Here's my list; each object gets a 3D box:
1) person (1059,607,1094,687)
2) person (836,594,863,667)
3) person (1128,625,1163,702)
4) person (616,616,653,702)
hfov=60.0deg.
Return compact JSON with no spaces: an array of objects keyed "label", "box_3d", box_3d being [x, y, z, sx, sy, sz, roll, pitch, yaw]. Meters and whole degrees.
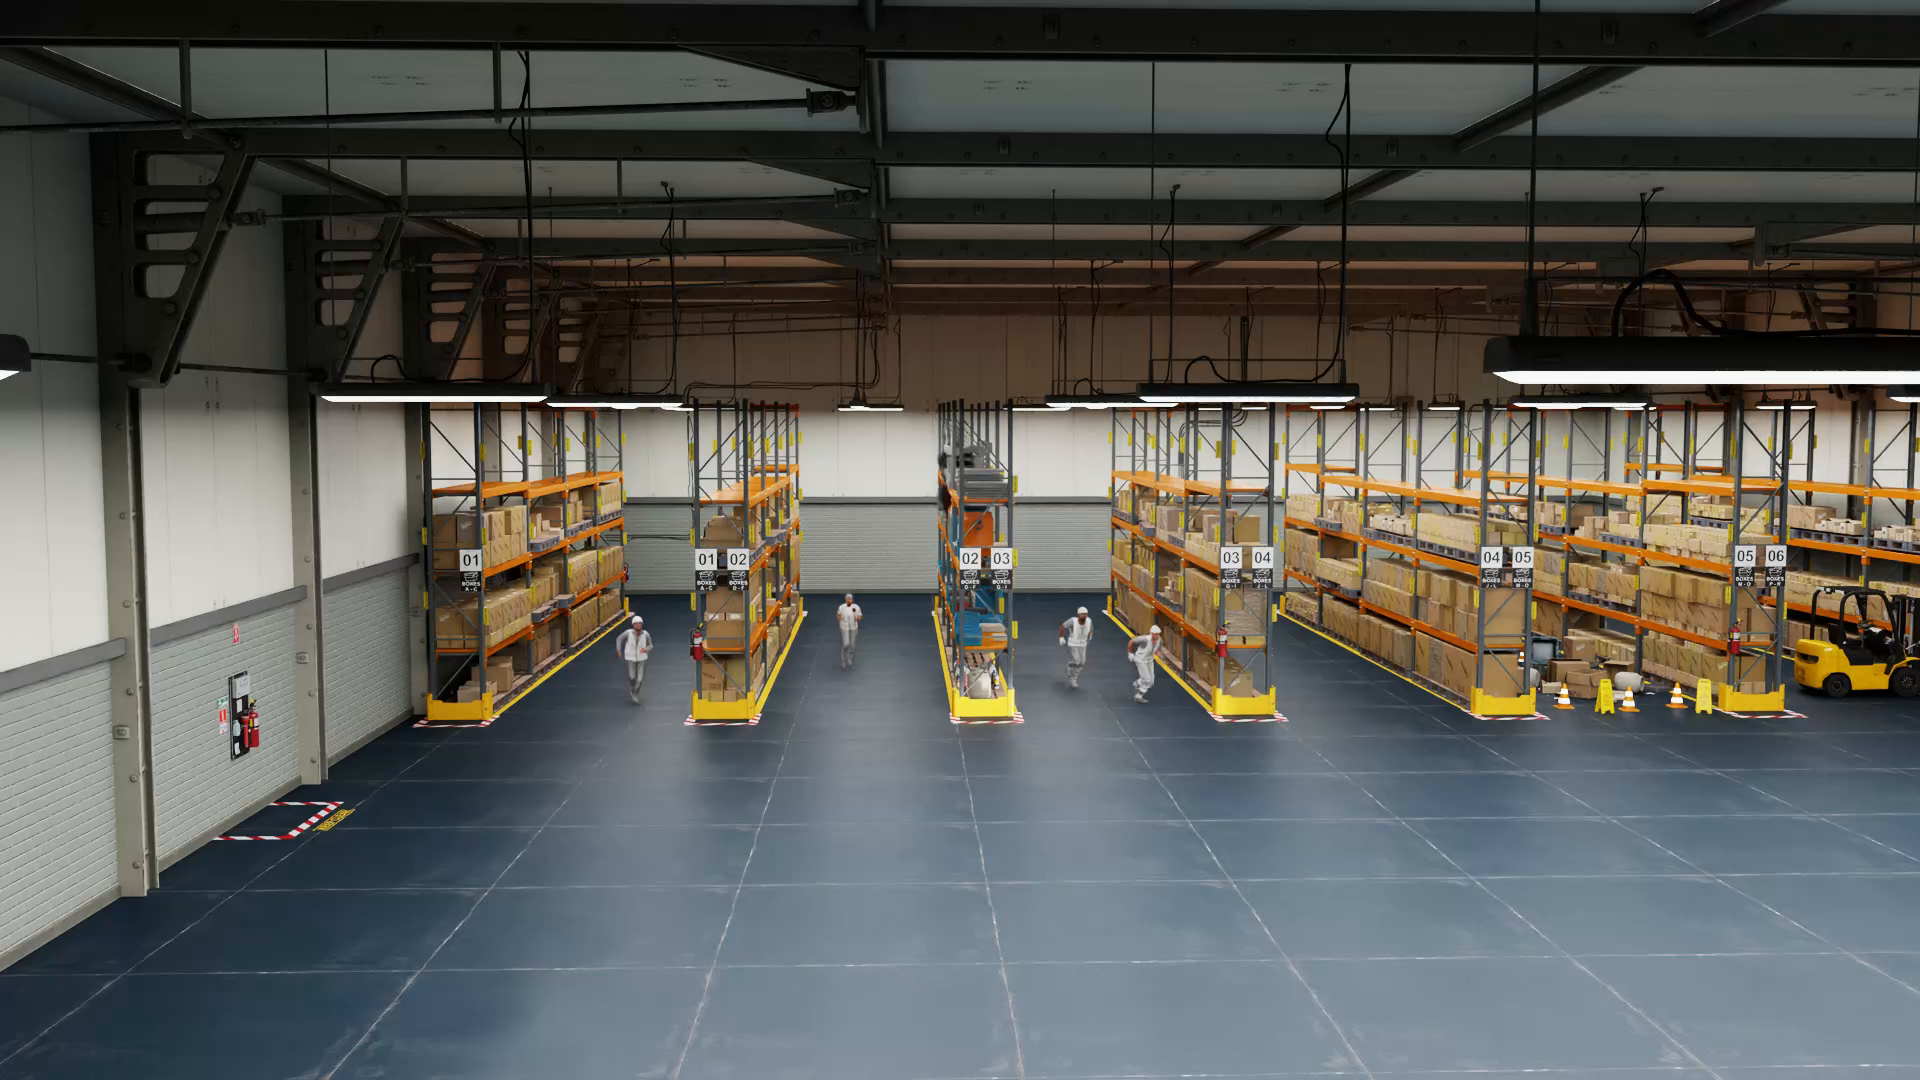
[{"label":"person","box_3d":[2.479,2.237,34.842,0.672,1.701,0.742,-2,5,-28]},{"label":"person","box_3d":[-2.493,2.062,37.636,0.577,1.680,0.680,-1,4,-8]},{"label":"person","box_3d":[3.659,2.447,32.765,0.694,1.590,0.828,-3,5,-31]},{"label":"person","box_3d":[-6.420,2.369,32.888,0.696,1.724,0.637,-1,5,-16]}]
